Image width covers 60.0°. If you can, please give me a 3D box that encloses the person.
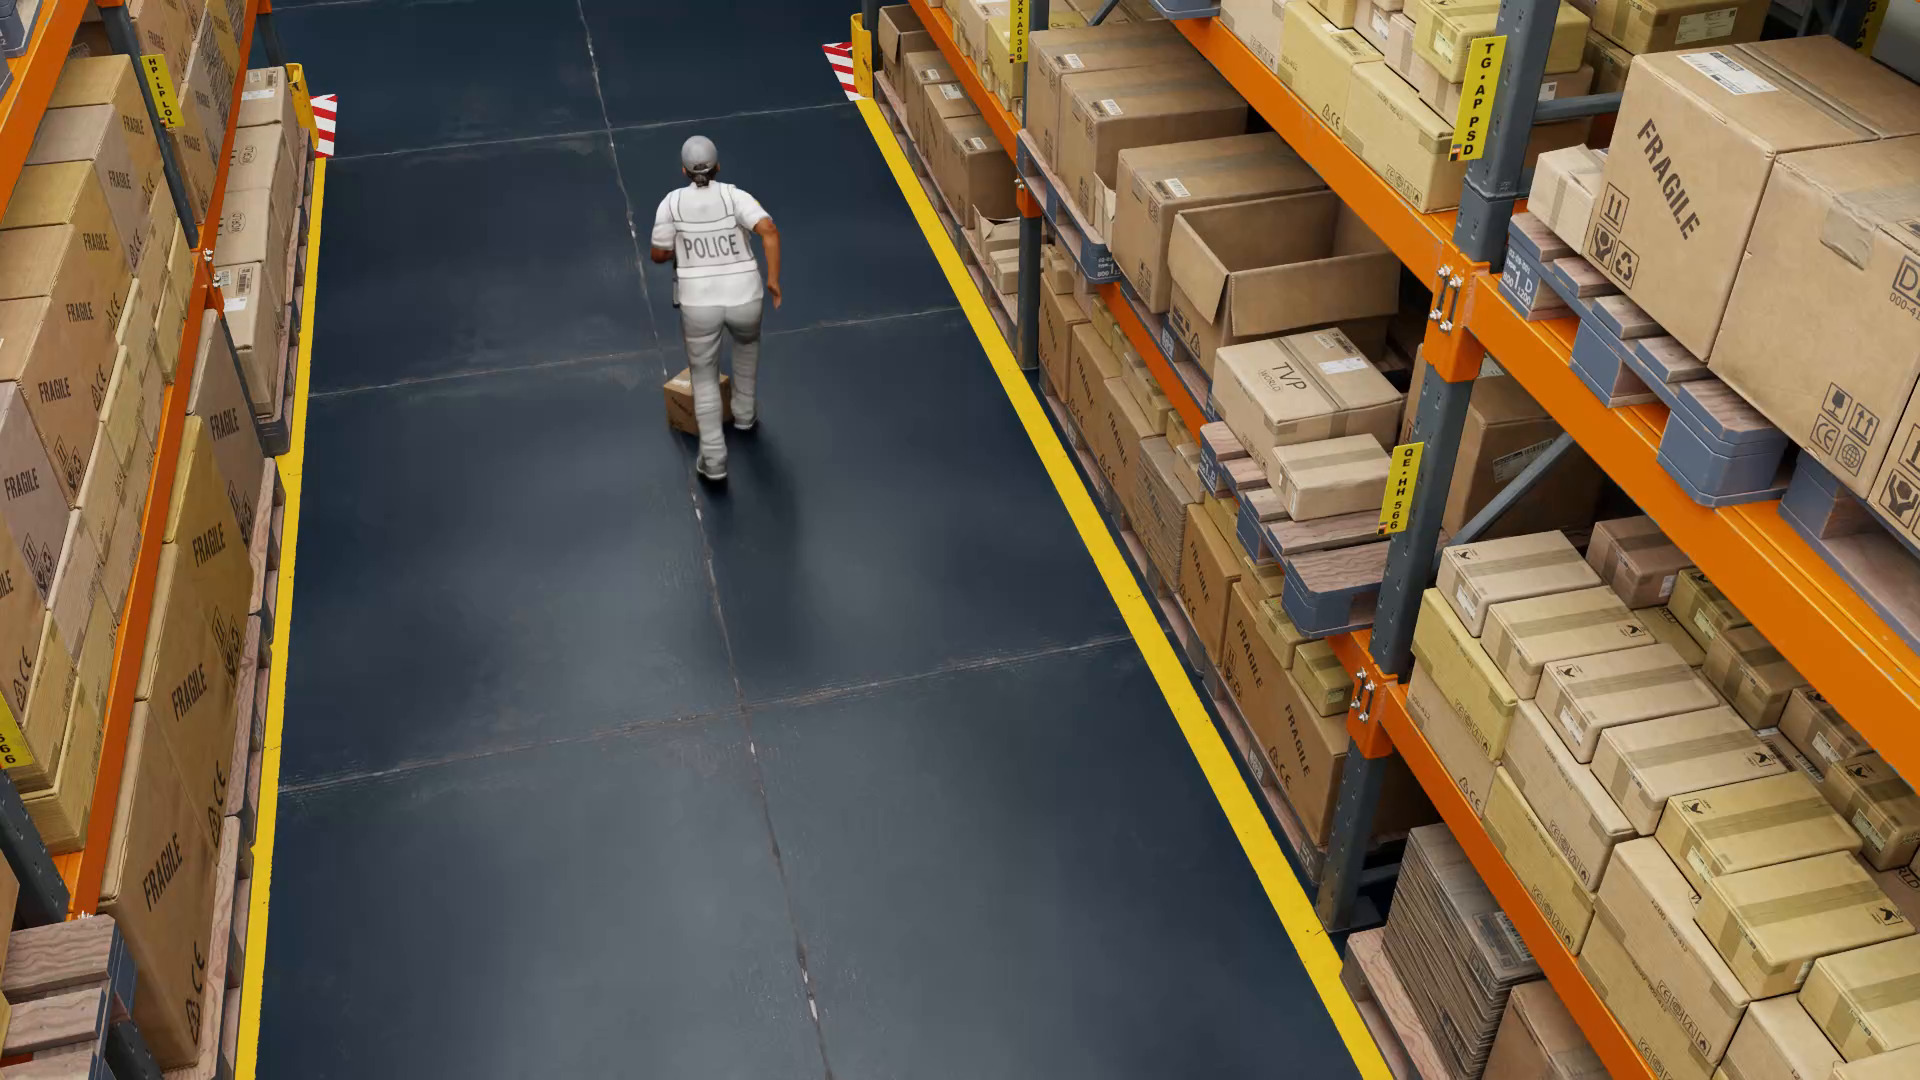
[{"bbox_3d":[-1.179,-1.140,8.215,0.594,1.606,0.930,-11,40,-13],"label":"person"}]
